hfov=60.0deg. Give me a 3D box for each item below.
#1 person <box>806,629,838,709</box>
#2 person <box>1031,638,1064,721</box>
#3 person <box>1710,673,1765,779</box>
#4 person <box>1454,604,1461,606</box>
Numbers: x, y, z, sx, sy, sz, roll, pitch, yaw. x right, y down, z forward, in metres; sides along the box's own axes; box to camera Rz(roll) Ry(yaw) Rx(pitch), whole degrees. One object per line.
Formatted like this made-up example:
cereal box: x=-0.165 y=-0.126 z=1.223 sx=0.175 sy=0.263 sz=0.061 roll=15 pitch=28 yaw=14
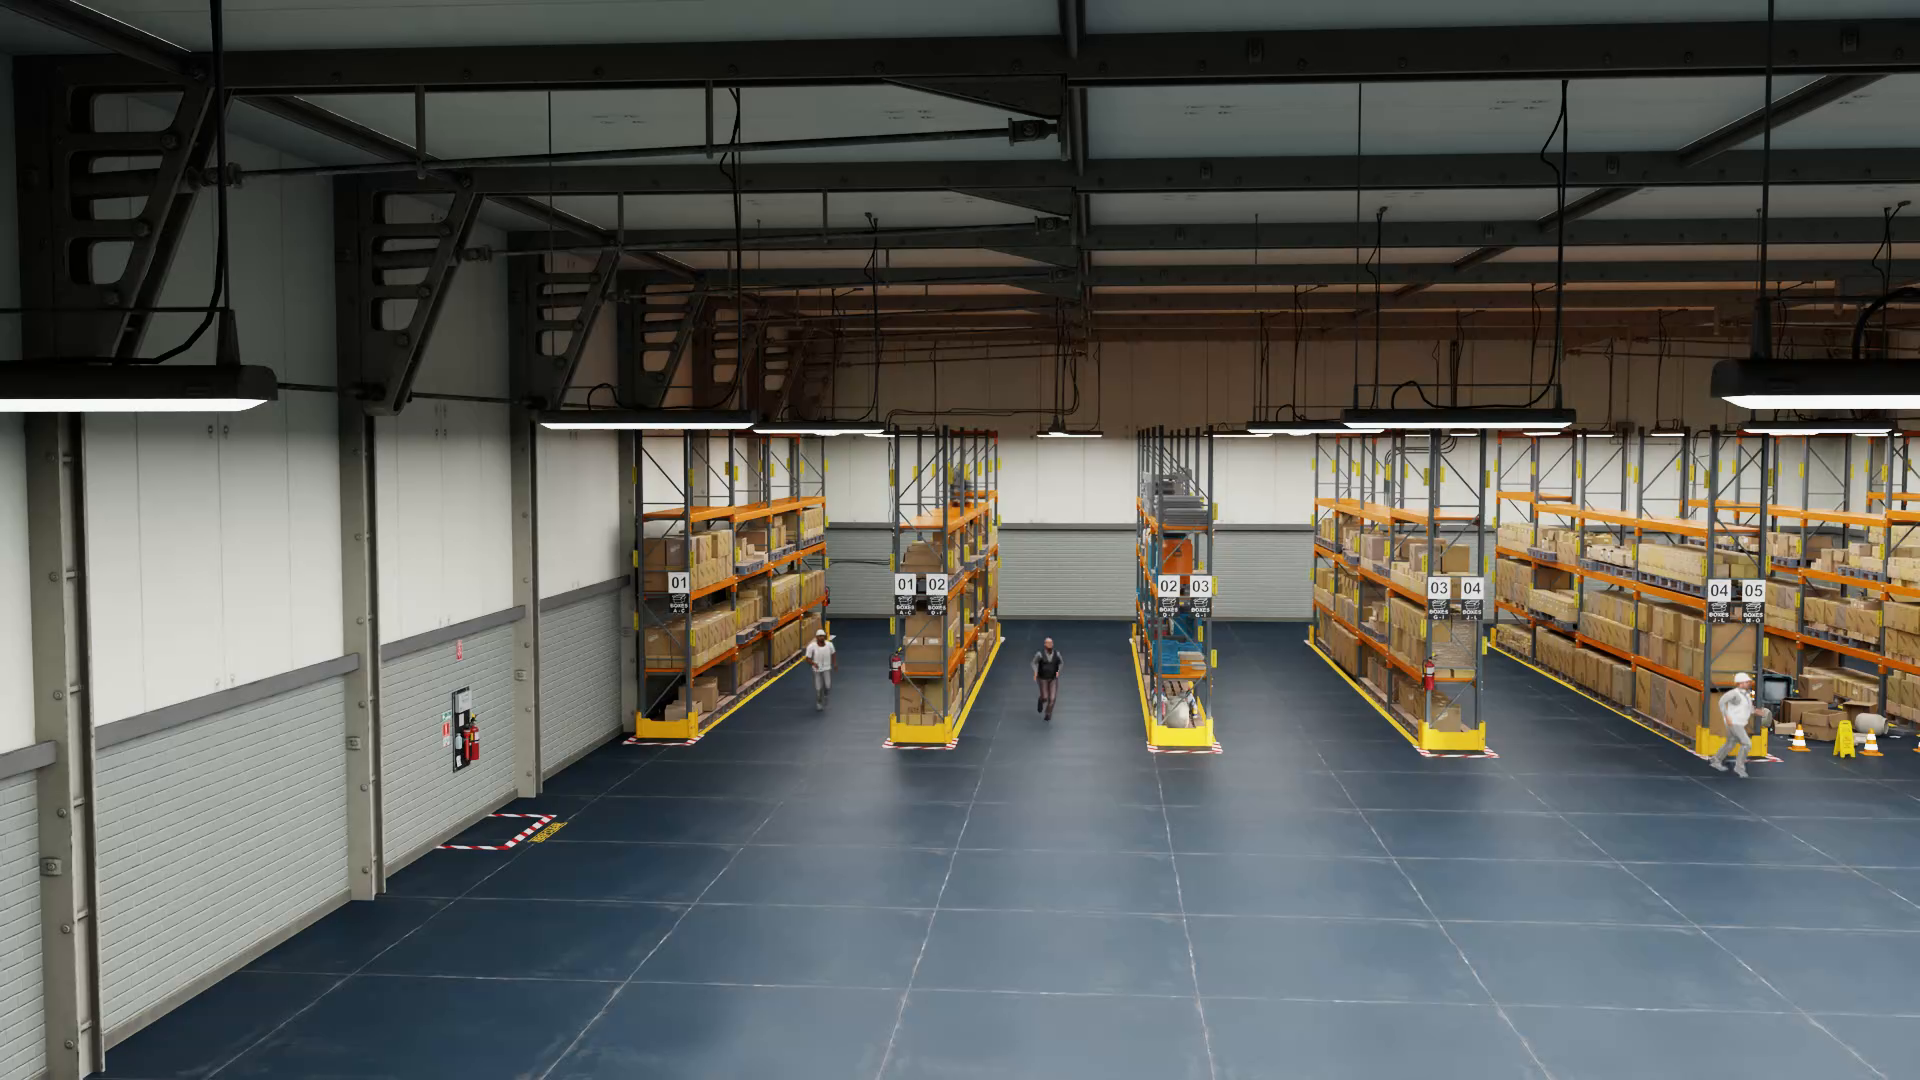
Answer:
person: x=-2.918 y=2.744 z=35.190 sx=0.686 sy=1.714 sz=0.639 roll=-1 pitch=4 yaw=-16
person: x=1.810 y=2.850 z=34.036 sx=0.671 sy=1.673 sz=0.584 roll=0 pitch=3 yaw=-8
person: x=13.229 y=3.160 z=28.337 sx=0.873 sy=1.823 sz=0.597 roll=3 pitch=5 yaw=41
person: x=13.768 y=2.072 z=46.500 sx=0.671 sy=1.714 sz=0.702 roll=-3 pitch=5 yaw=-45
